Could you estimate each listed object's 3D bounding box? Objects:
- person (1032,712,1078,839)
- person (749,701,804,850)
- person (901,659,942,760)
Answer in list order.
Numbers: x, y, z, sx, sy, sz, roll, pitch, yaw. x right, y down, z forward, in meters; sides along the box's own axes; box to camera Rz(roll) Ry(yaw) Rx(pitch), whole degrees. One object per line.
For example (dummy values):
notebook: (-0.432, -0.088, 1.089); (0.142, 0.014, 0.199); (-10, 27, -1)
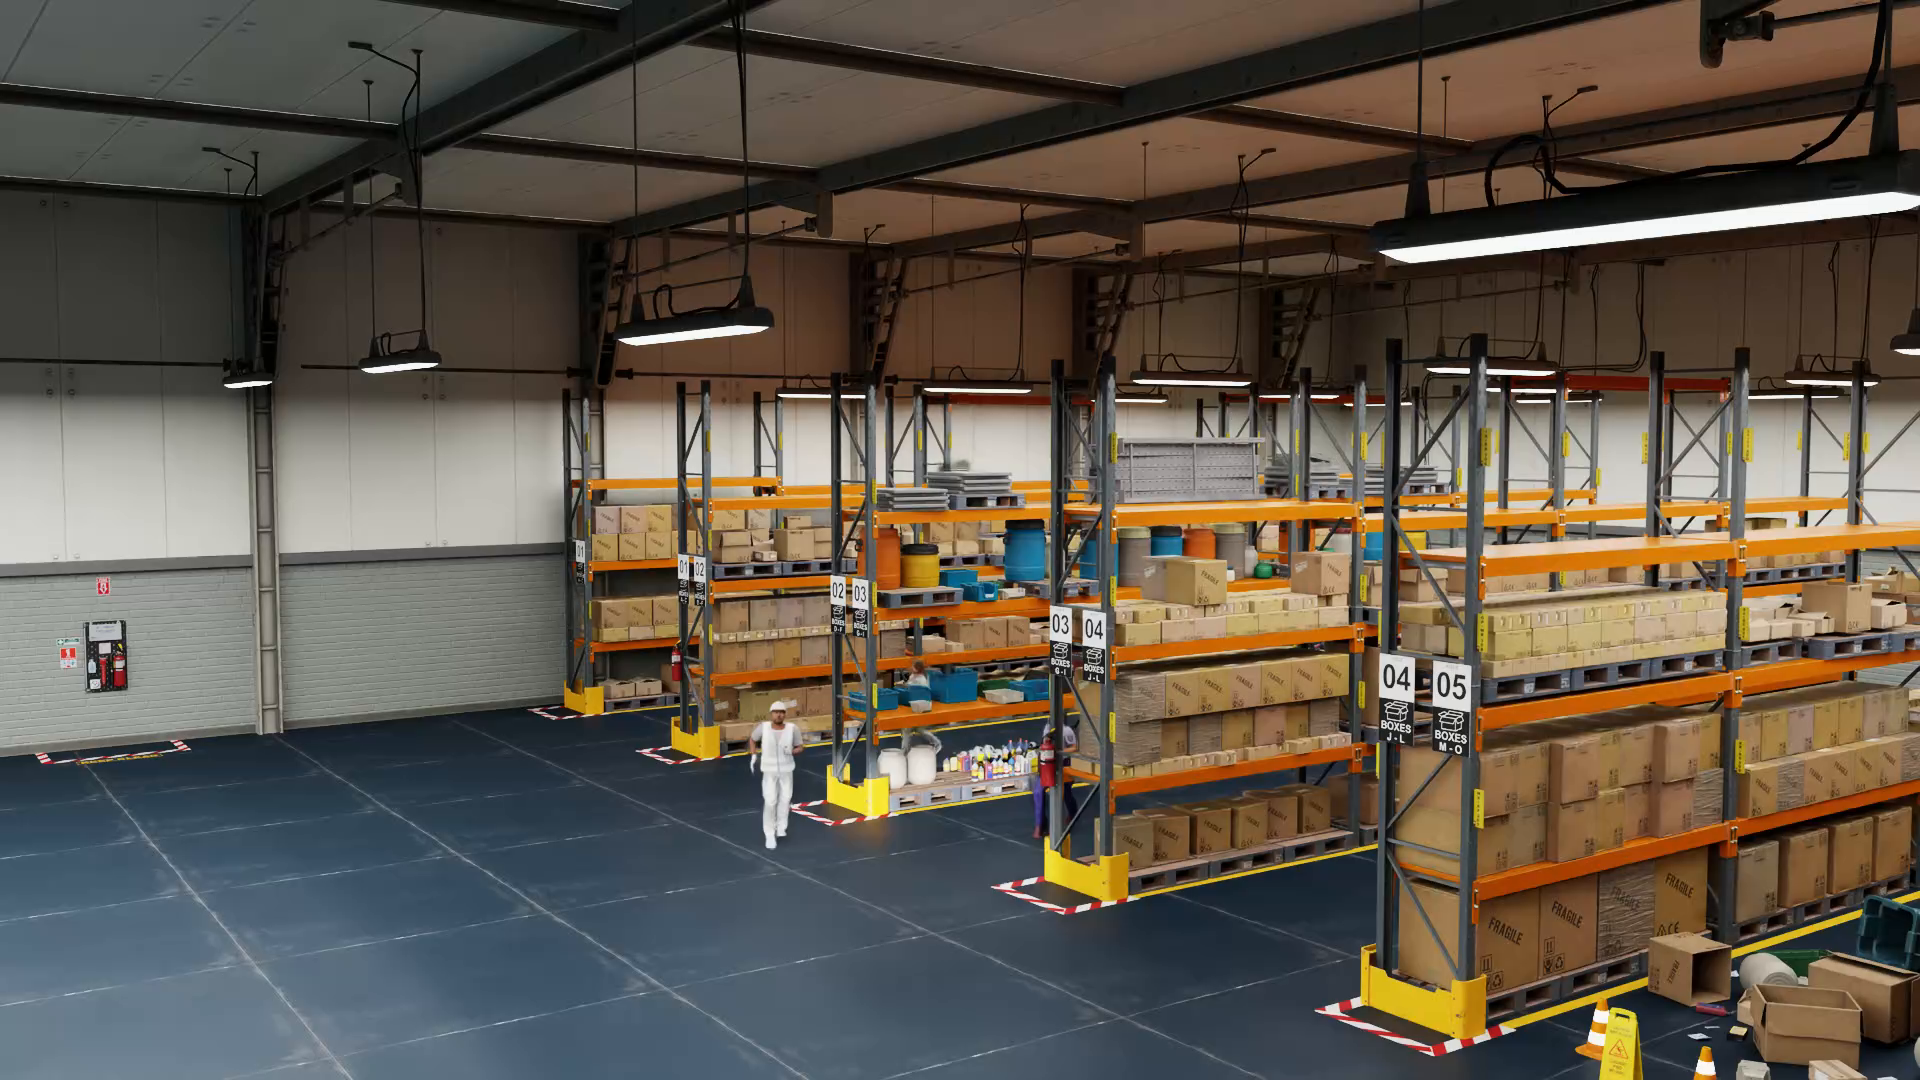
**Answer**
person: (1.294, 2.988, 21.474); (0.575, 1.705, 0.884); (2, 4, 30)
person: (-2.292, 2.937, 20.866); (0.658, 1.839, 0.763); (-1, 4, -13)
person: (-0.643, 2.622, 25.347); (0.871, 1.596, 0.539); (-3, 5, -40)
